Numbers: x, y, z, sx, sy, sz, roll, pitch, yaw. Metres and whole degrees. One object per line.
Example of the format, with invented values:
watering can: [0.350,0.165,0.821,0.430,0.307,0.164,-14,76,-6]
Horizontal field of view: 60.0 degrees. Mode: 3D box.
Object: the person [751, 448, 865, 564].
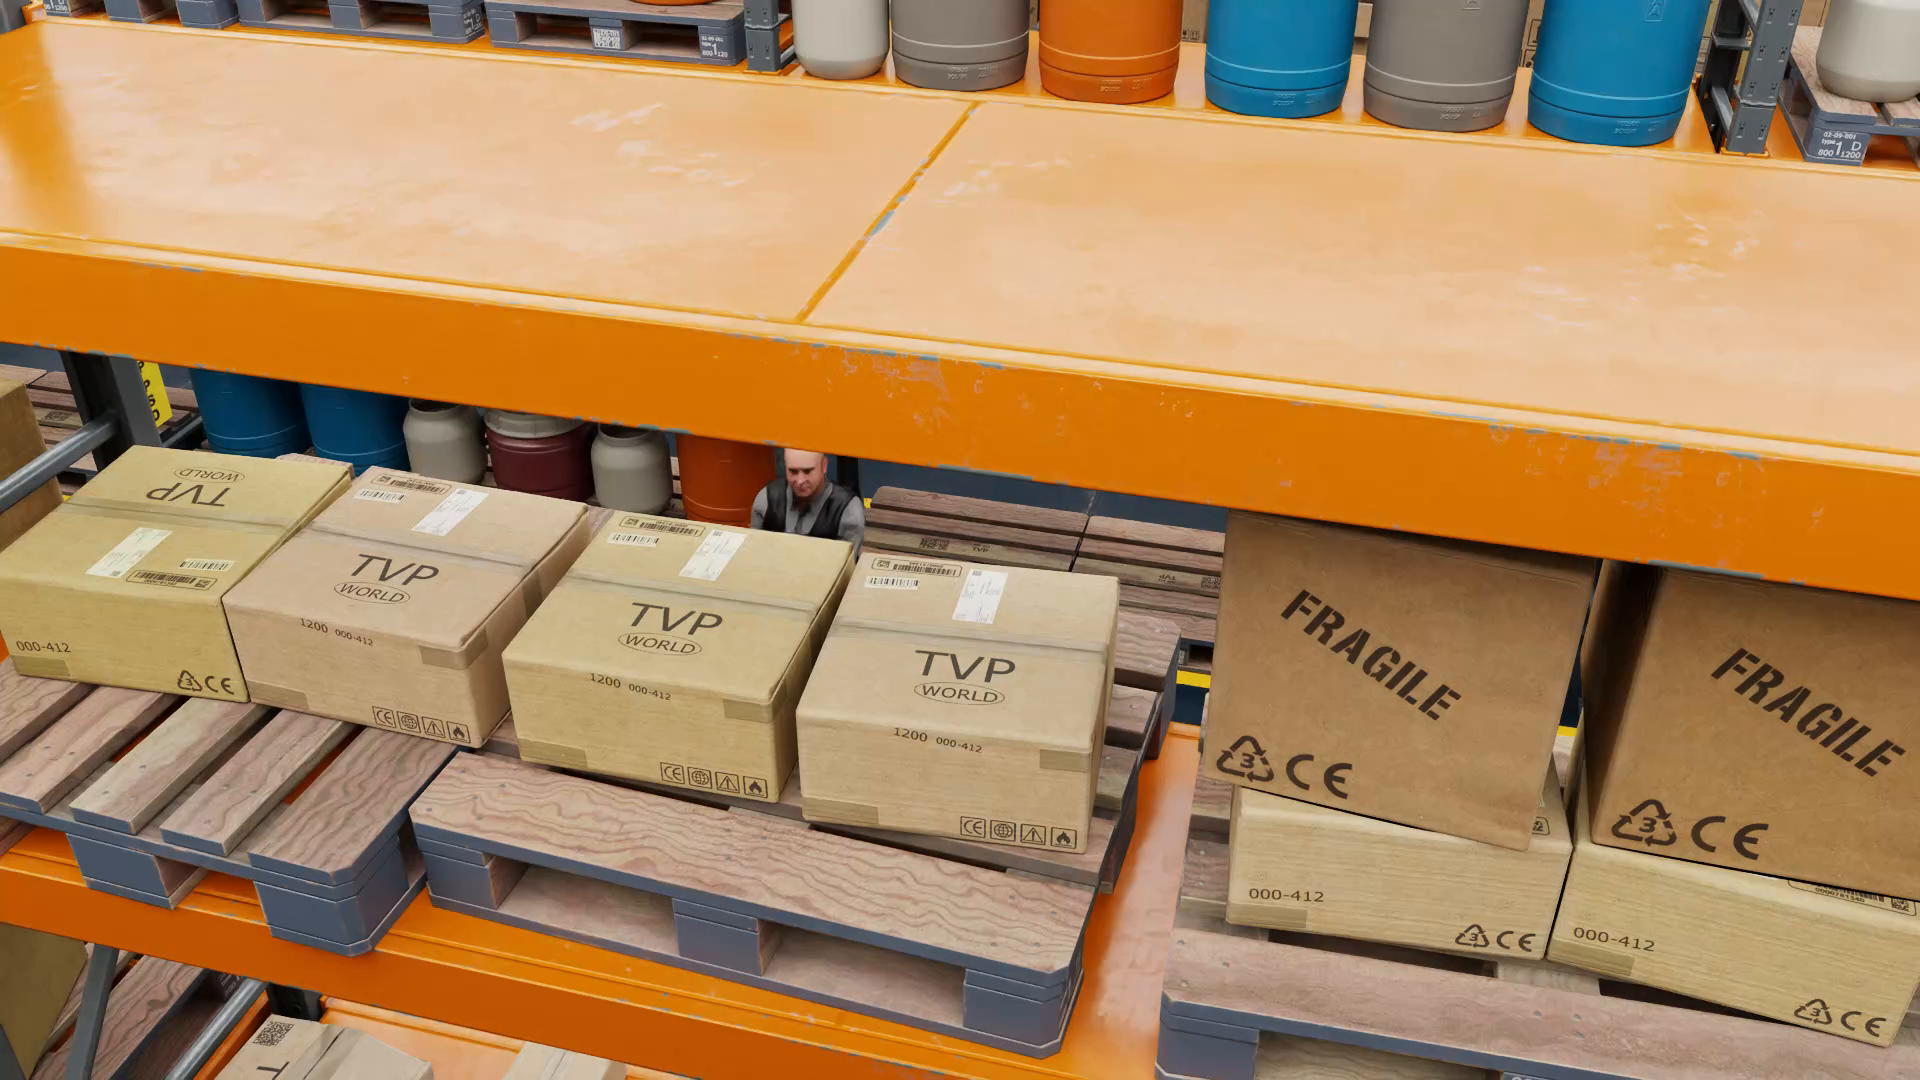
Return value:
person: [-0.649,0.338,7.163,0.493,1.719,0.567,8,33,12]
